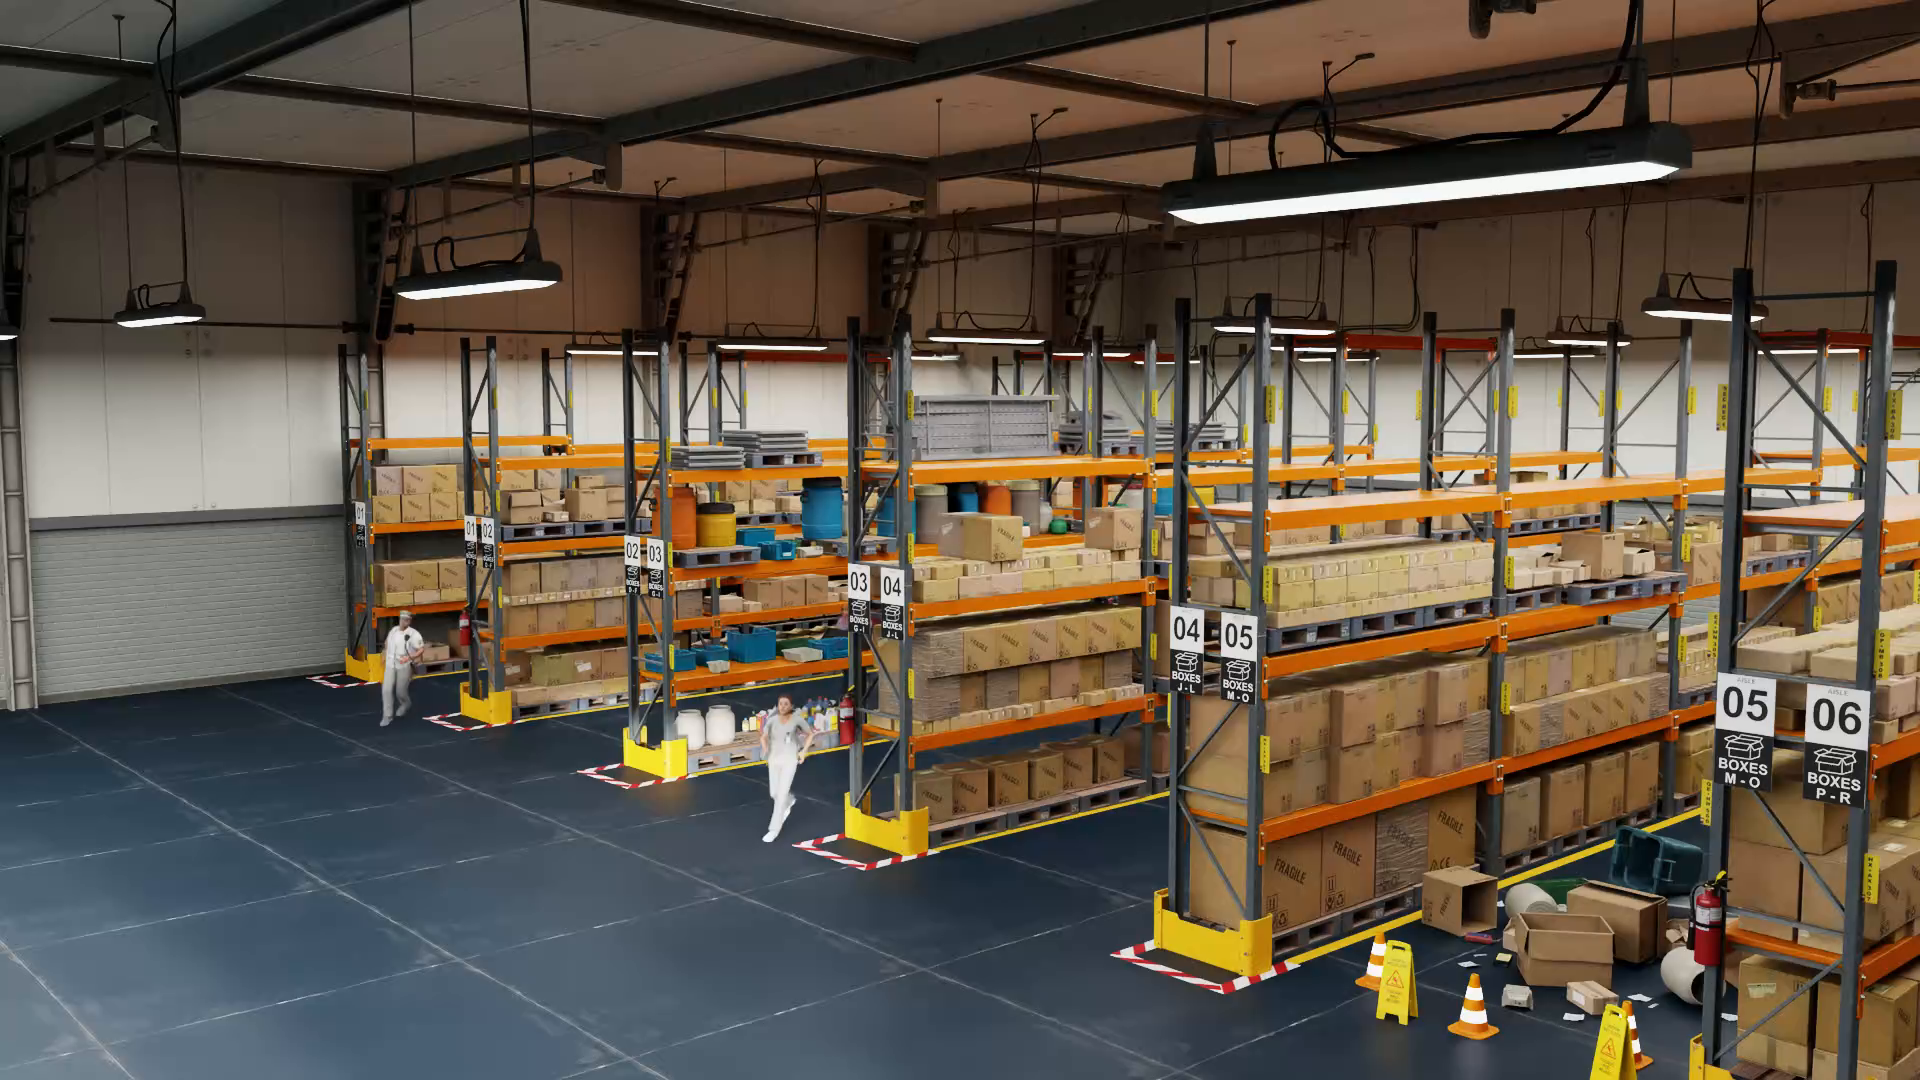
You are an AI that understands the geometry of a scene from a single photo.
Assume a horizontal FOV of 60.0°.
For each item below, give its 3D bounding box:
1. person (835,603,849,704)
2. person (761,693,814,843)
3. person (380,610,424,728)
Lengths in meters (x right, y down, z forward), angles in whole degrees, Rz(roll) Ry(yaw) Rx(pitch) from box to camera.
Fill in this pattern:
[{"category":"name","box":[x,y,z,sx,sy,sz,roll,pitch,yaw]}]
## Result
[{"category":"person","box":[-1.854,1.863,27.800,0.565,1.631,0.778,3,6,32]},{"category":"person","box":[-2.039,2.603,19.360,0.599,1.657,0.959,1,5,14]},{"category":"person","box":[-8.716,1.978,25.912,0.701,1.770,0.821,0,5,5]}]
